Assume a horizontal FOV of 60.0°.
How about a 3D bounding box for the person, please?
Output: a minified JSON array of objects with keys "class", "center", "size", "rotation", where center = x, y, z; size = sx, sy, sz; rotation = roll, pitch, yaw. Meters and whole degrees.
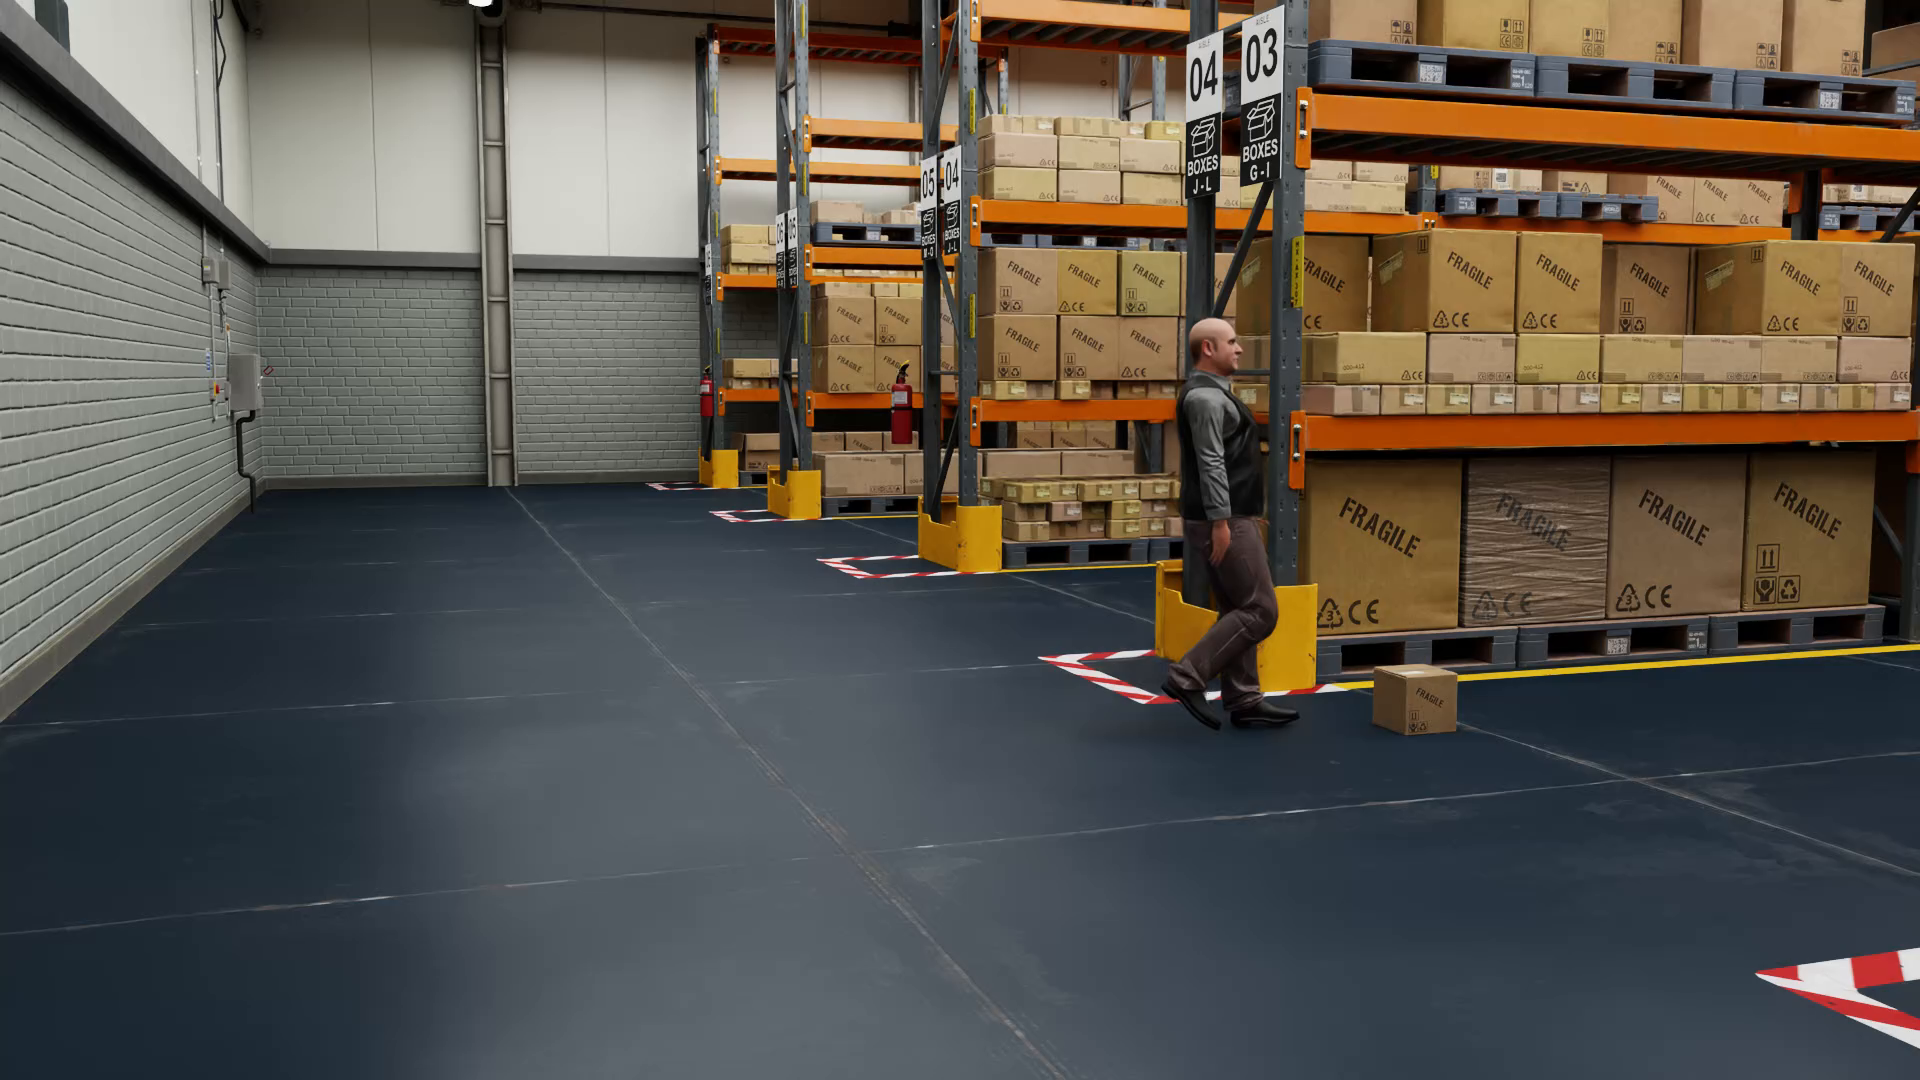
[{"class":"person","center":[1.142,-0.062,6.928],"size":[0.603,1.712,0.558],"rotation":[0,6,4]}]
